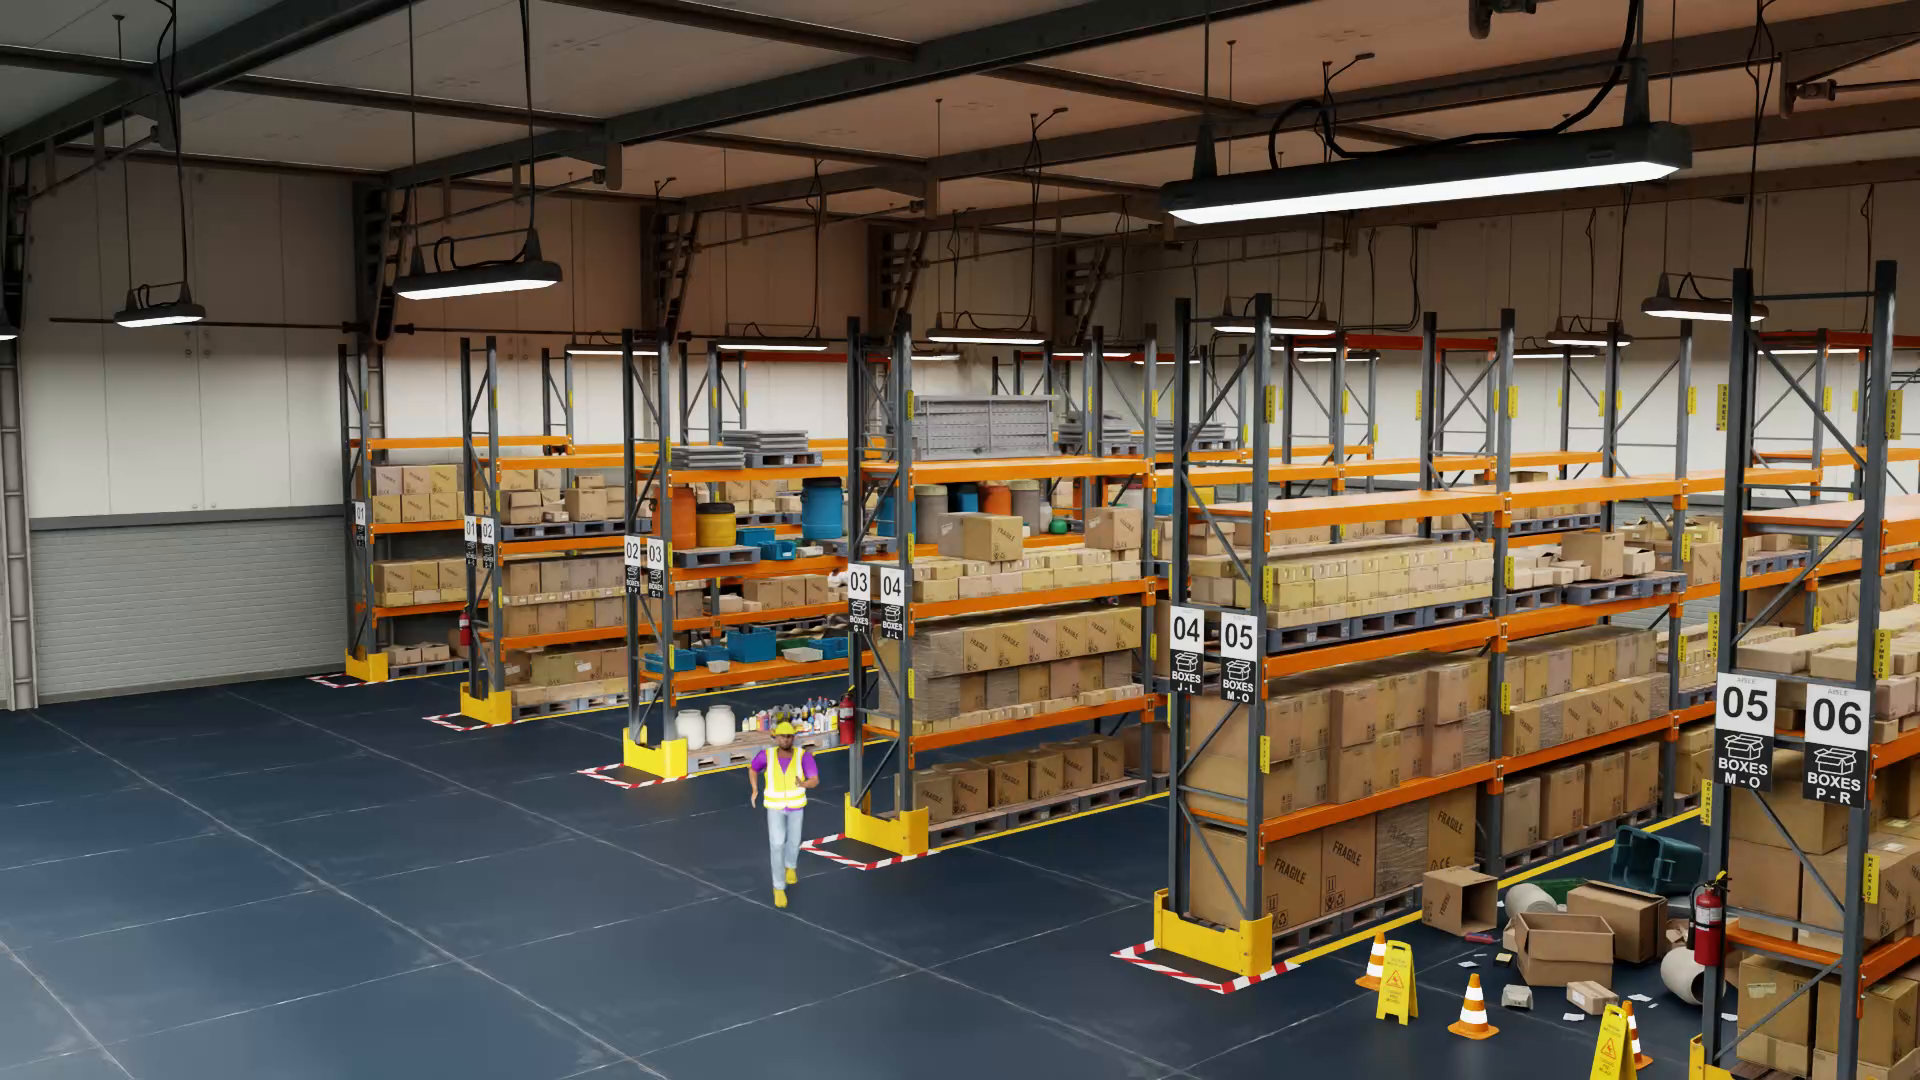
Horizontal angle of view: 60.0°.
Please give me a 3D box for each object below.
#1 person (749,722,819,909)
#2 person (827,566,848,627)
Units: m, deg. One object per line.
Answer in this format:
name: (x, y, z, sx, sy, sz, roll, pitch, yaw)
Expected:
person: (-1.785, 2.748, 16.987, 0.685, 1.805, 0.885, -1, 5, -12)
person: (-2.525, 1.255, 34.146, 0.712, 1.745, 0.870, 5, 7, 44)
